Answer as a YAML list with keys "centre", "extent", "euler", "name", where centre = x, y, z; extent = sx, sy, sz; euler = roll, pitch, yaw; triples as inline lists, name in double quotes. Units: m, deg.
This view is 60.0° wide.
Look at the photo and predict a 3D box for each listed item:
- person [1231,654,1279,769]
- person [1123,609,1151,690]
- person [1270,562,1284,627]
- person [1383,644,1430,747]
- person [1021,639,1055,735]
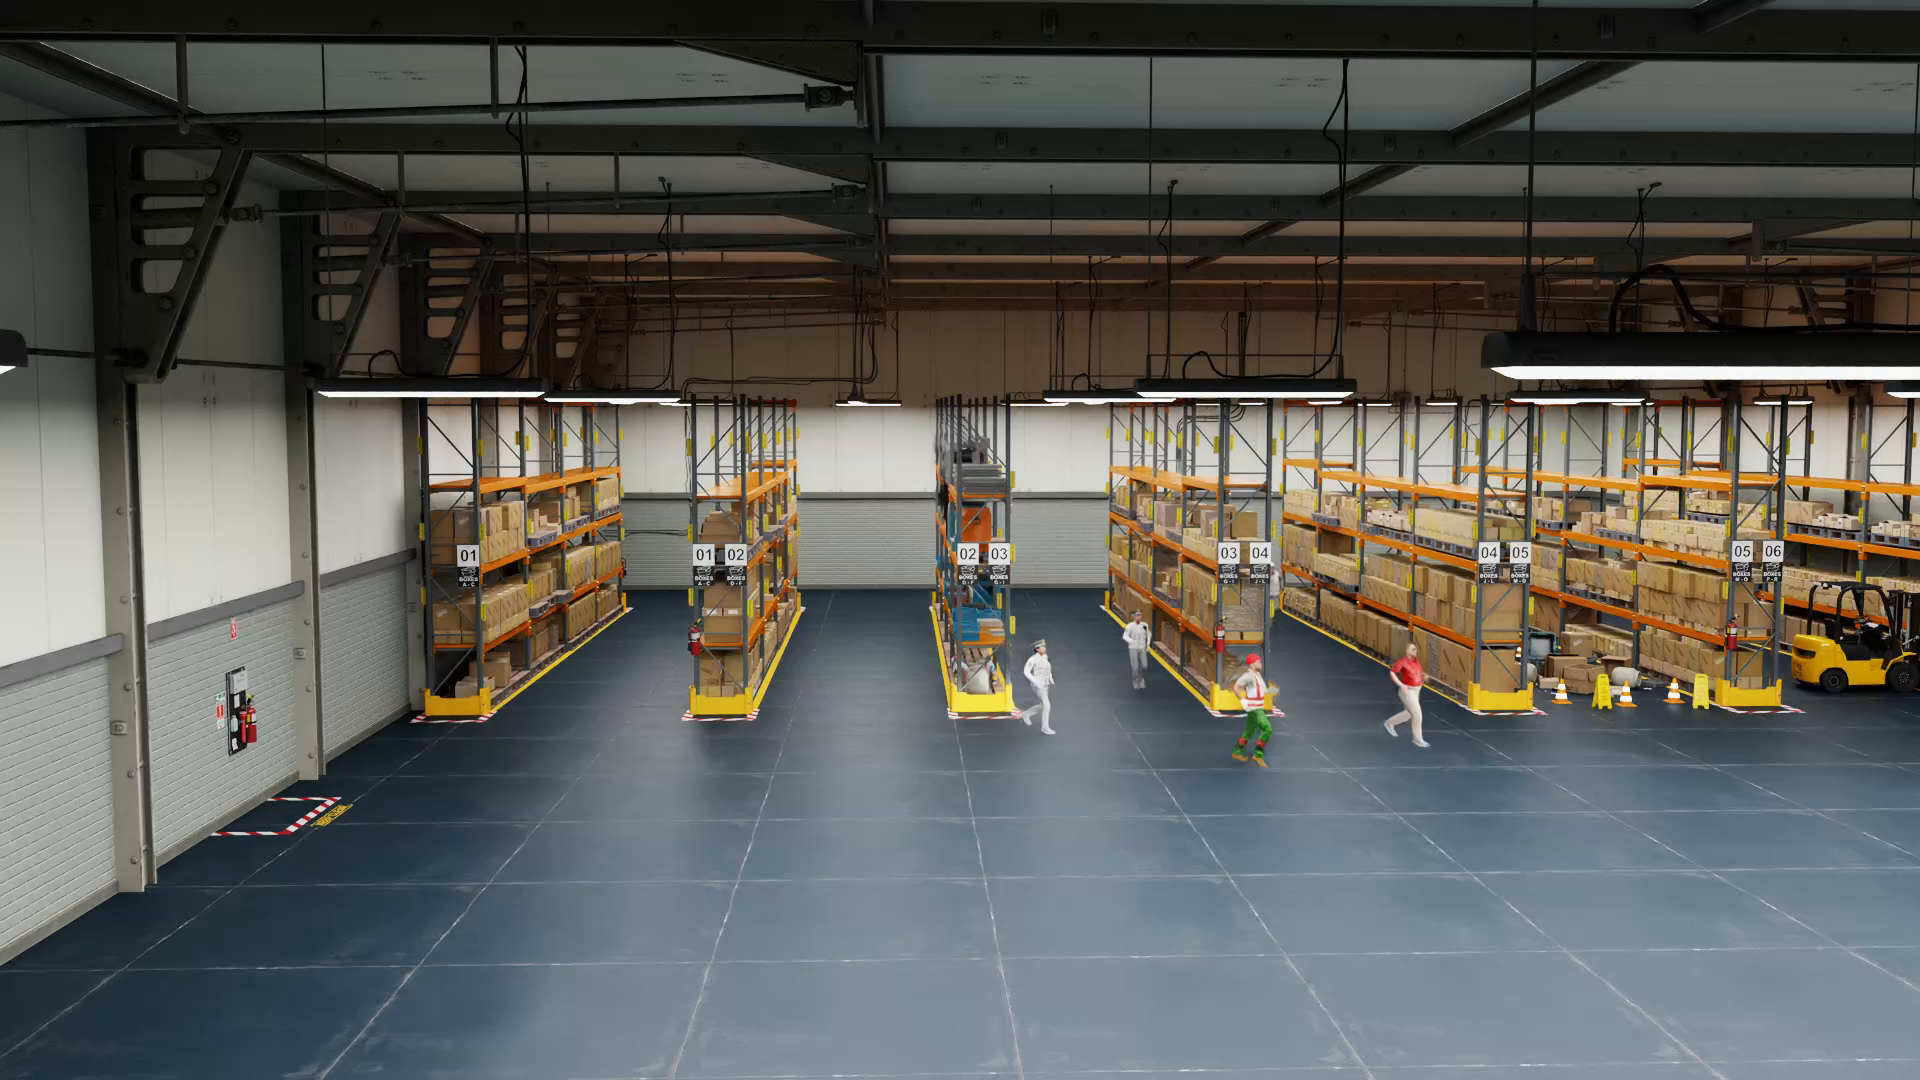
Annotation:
- centre: [4.717, 2.736, 26.625]
  extent: [0.762, 1.839, 0.643]
  euler: [2, 5, 20]
  name: "person"
- centre: [3.620, 2.223, 33.811]
  extent: [0.613, 1.666, 0.603]
  euler: [0, 5, -4]
  name: "person"
- centre: [8.211, 1.433, 43.730]
  extent: [0.698, 1.725, 0.655]
  euler: [0, 5, -5]
  name: "person"
- centre: [7.675, 2.634, 28.488]
  extent: [0.888, 1.735, 0.650]
  euler: [4, 6, 41]
  name: "person"
- centre: [1.364, 2.579, 29.439]
  extent: [0.750, 1.671, 0.634]
  euler: [3, 6, 36]
  name: "person"
